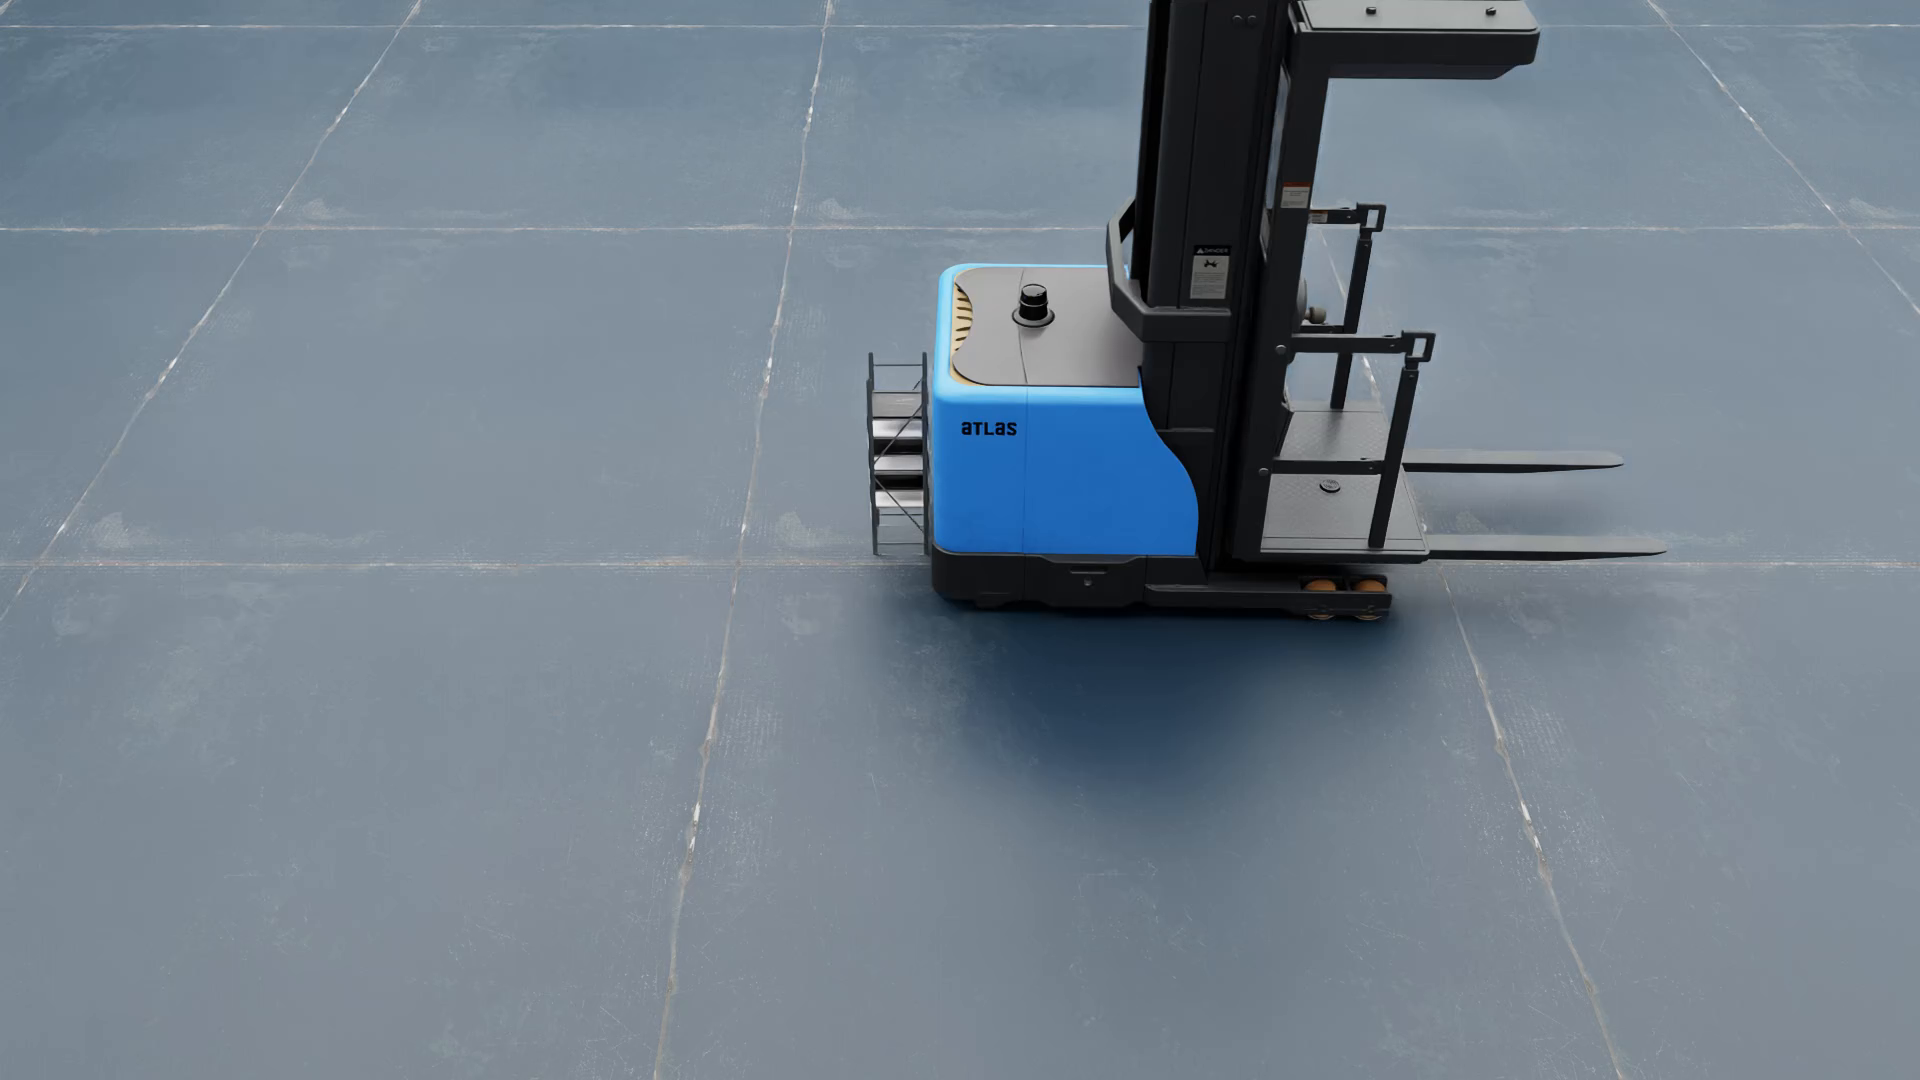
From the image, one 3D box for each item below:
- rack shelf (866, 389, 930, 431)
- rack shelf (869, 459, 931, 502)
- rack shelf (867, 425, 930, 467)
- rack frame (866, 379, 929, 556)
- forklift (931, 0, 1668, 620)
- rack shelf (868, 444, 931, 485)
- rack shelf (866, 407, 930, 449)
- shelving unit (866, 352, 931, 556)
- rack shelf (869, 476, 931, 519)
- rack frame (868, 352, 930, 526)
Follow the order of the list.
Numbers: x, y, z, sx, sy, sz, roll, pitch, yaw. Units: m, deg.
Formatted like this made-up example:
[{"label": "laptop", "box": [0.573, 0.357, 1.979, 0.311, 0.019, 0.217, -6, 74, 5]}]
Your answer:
[{"label": "rack shelf", "box": [-0.254, -0.534, 6.818, 0.258, 0.077, 0.200, 0, 39, 0]}, {"label": "rack shelf", "box": [-0.254, -0.253, 7.043, 0.258, 0.077, 0.200, 0, 39, 0]}, {"label": "rack shelf", "box": [-0.254, -0.394, 6.931, 0.258, 0.077, 0.200, 0, 39, 0]}, {"label": "rack frame", "box": [-0.254, -0.286, 6.887, 0.240, 0.900, 0.006, 0, 39, 0]}, {"label": "forklift", "box": [1.406, -1.152, 6.344, 3.031, 2.935, 1.130, 1, 39, 1]}, {"label": "rack shelf", "box": [-0.254, -0.323, 6.987, 0.258, 0.077, 0.200, 0, 39, 0]}, {"label": "rack shelf", "box": [-0.254, -0.464, 6.875, 0.258, 0.077, 0.200, 0, 39, 0]}, {"label": "shelving unit", "box": [-0.254, -0.349, 6.966, 0.258, 0.900, 0.210, 0, 39, 0]}, {"label": "rack shelf", "box": [-0.254, -0.183, 7.100, 0.258, 0.077, 0.200, 0, 39, 0]}, {"label": "rack frame", "box": [-0.254, -0.413, 7.046, 0.240, 0.900, 0.006, 0, 39, 0]}]
